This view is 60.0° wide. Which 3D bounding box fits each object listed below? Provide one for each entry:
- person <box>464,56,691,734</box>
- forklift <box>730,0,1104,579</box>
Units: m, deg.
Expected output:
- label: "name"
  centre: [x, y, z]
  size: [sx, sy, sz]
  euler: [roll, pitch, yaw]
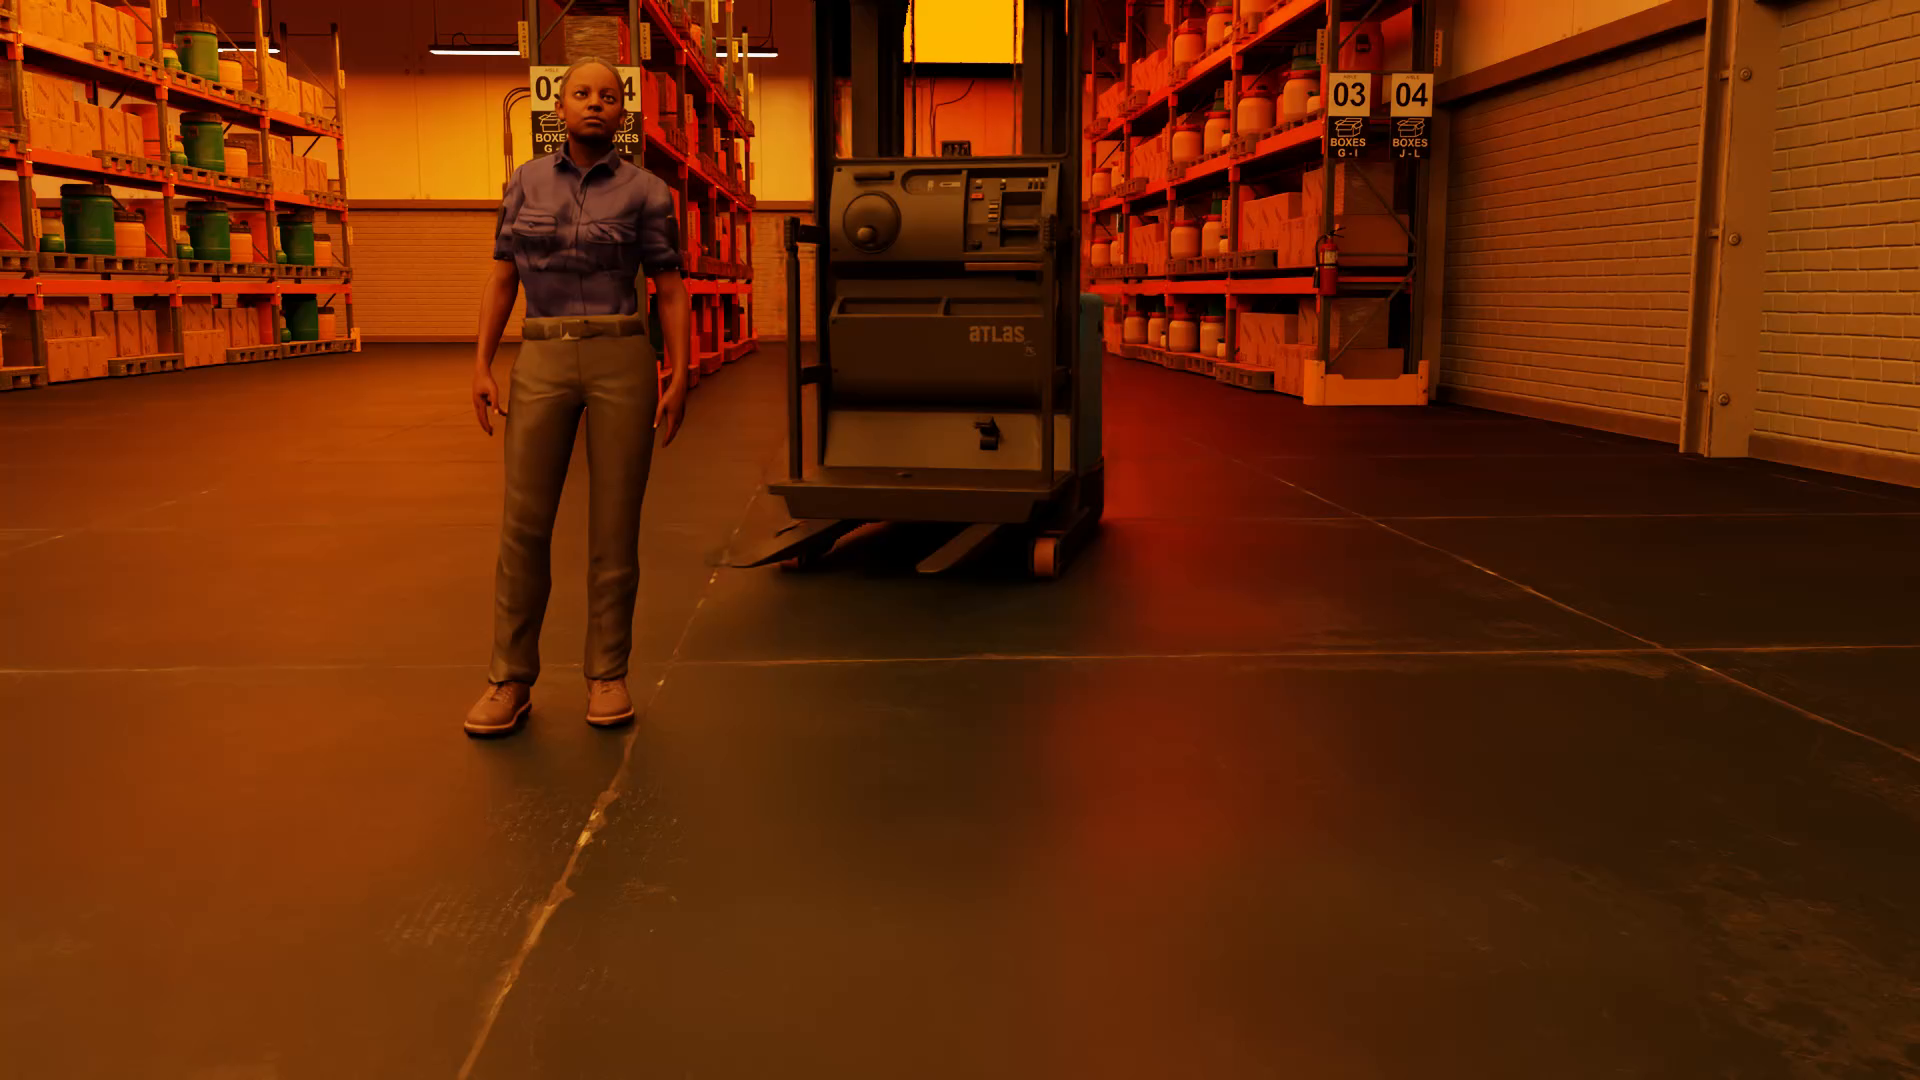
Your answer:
- label: "person"
  centre: [-0.959, -0.372, 4.168]
  size: [0.554, 1.661, 0.487]
  euler: [-1, 8, -4]
- label: "forklift"
  centre: [-0.104, -1.358, 6.477]
  size: [1.130, 2.935, 3.031]
  euler: [2, 9, 11]
